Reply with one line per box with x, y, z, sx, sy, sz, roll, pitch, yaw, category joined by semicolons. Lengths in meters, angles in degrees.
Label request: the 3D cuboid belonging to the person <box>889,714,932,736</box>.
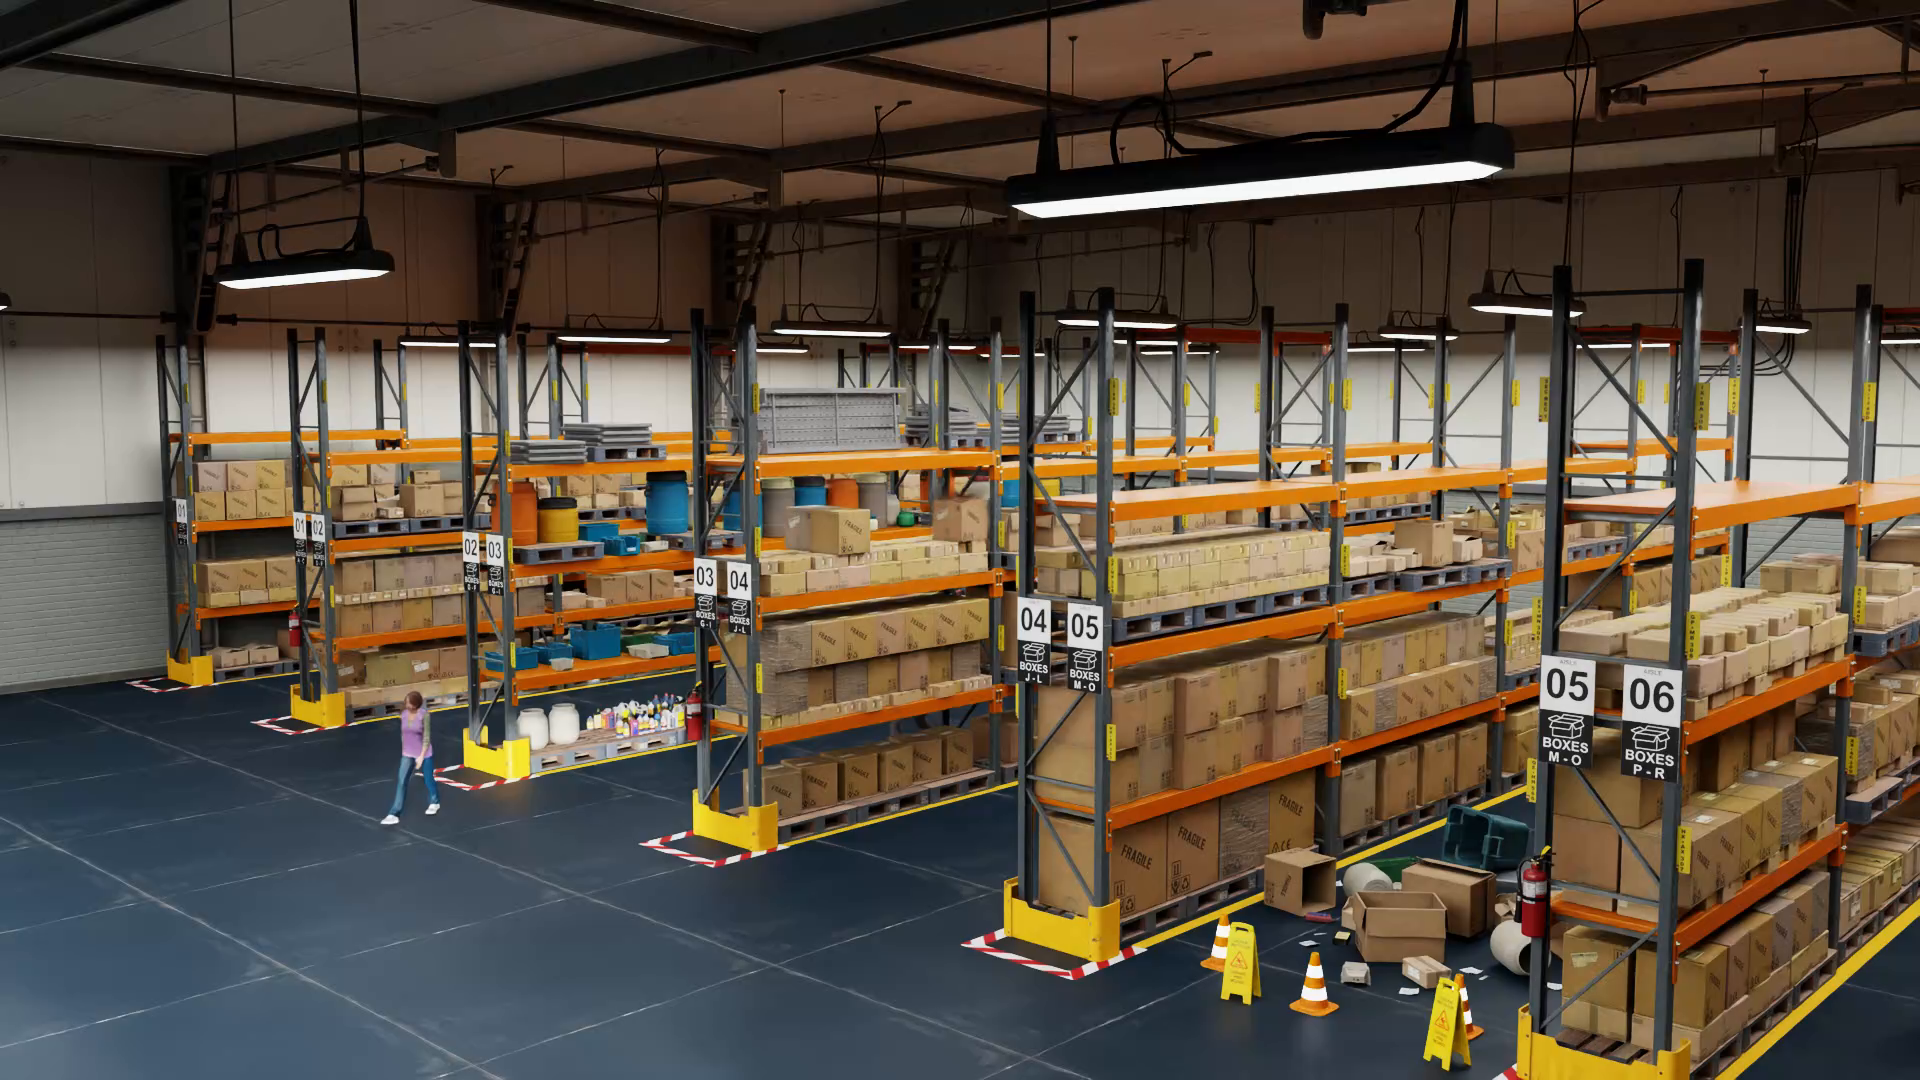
-0.702;2.199;22.962;0.519;1.589;1.033;5;7;41;person

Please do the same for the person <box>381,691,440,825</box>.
-6.431;2.537;19.564;0.440;1.539;0.979;0;5;5;person
